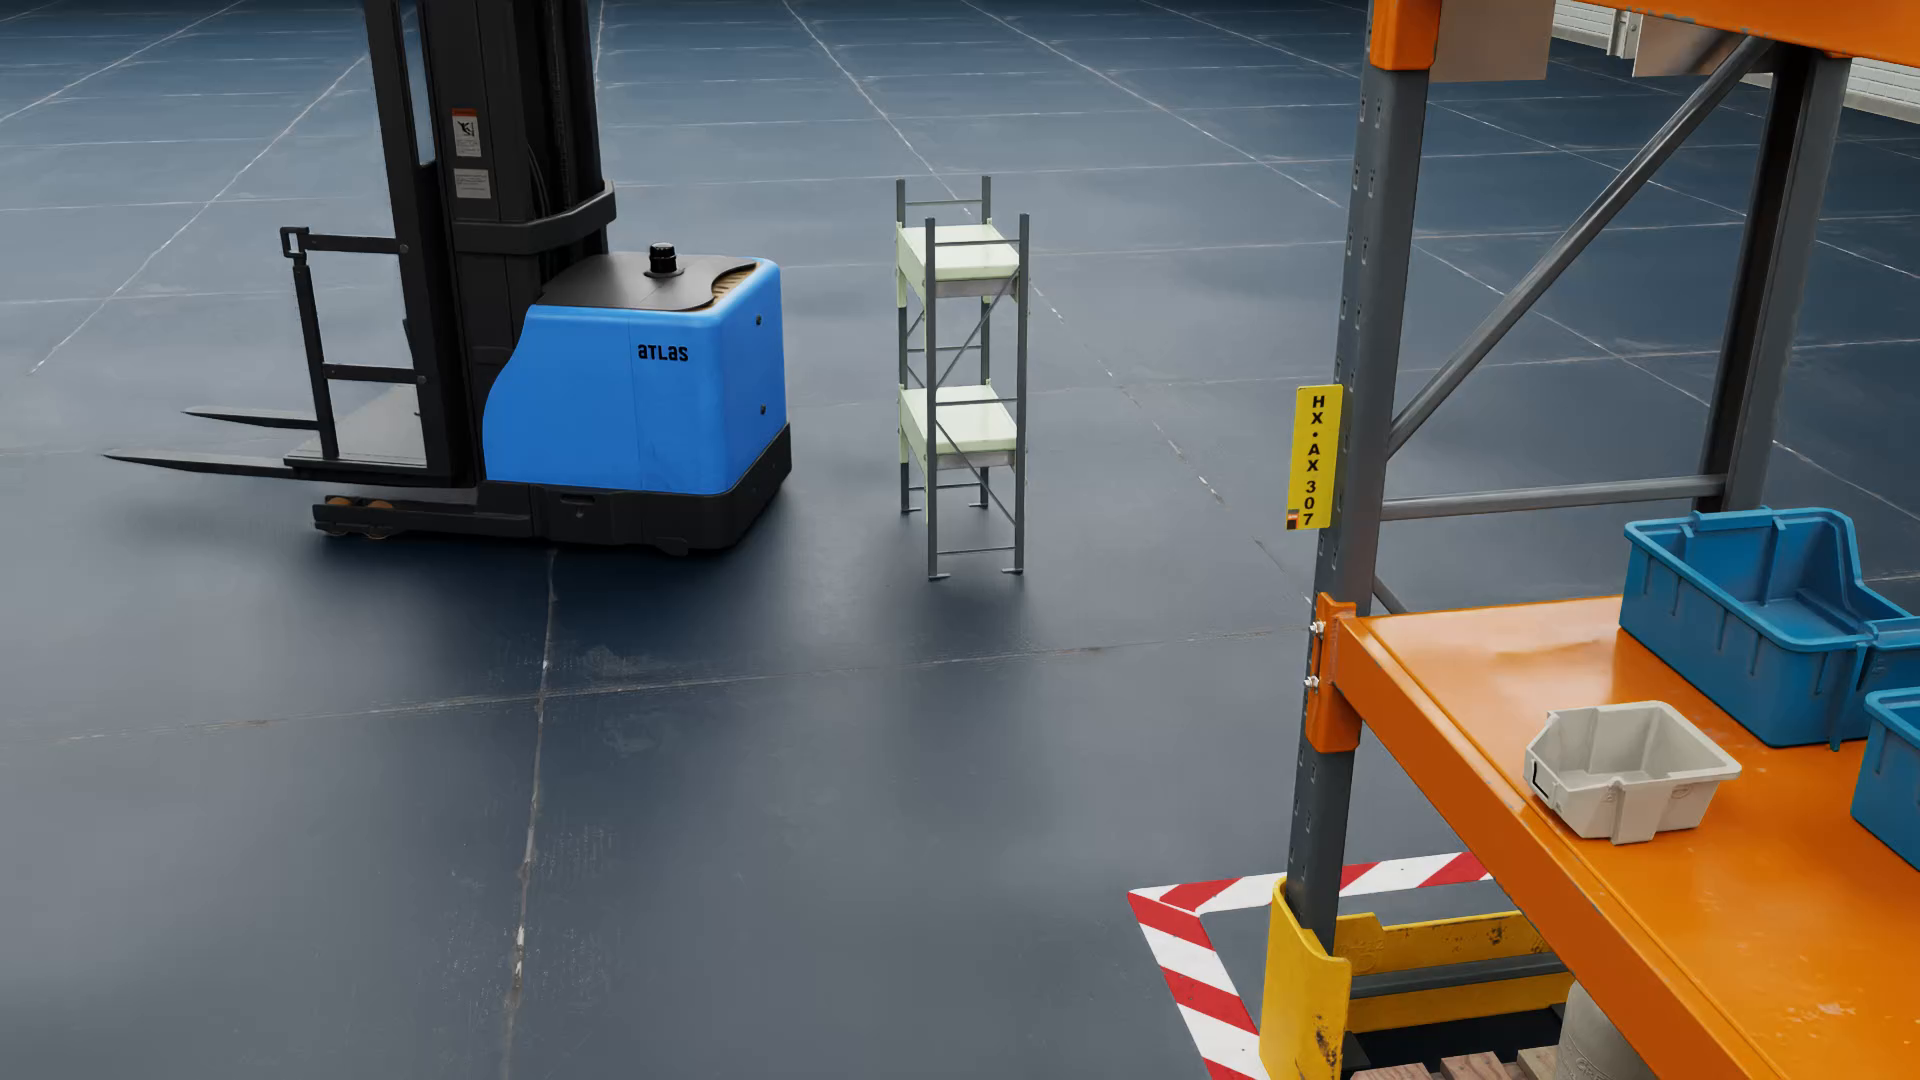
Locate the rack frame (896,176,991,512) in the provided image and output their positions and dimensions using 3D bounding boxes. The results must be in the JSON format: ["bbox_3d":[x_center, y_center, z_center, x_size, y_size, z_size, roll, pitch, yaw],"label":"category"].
[{"bbox_3d":[-0.069,-0.834,7.285,0.400,1.500,0.023,-4,24,-10],"label":"rack frame"}]

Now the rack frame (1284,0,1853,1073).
[{"bbox_3d":[1.298,-0.086,3.700,1.000,3.000,0.127,-4,24,-10],"label":"rack frame"}]

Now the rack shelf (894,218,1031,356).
[{"bbox_3d":[-0.001,-1.048,6.800,0.431,0.370,0.720,-4,24,-10],"label":"rack shelf"}]

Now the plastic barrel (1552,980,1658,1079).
[{"bbox_3d":[1.495,1.115,3.534,0.421,0.512,0.421,0,24,0],"label":"plastic barrel"}]

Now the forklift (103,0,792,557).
[{"bbox_3d":[-2.360,-1.547,7.130,3.031,2.935,1.130,4,24,10],"label":"forklift"}]

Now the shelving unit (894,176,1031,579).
[{"bbox_3d":[-0.001,-0.690,6.956,0.431,1.500,0.755,-4,24,-10],"label":"shelving unit"}]

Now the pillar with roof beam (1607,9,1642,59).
[{"bbox_3d":[4.455,-10.119,19.176,9.100,9.000,0.400,-4,24,-10],"label":"pillar with roof beam"}]

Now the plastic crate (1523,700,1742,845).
[{"bbox_3d":[1.148,0.410,2.892,0.298,0.136,0.250,-4,24,-10],"label":"plastic crate"}]

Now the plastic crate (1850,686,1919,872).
[{"bbox_3d":[1.799,0.412,2.744,0.499,0.251,0.408,-4,24,-10],"label":"plastic crate"}]

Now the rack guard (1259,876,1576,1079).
[{"bbox_3d":[1.359,1.086,4.140,1.175,0.500,0.348,-4,24,-10],"label":"rack guard"}]

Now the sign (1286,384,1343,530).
[{"bbox_3d":[0.757,-0.174,3.555,0.100,0.325,0.005,-4,24,-10],"label":"sign"}]

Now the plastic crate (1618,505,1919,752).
[{"bbox_3d":[1.685,0.157,3.330,0.499,0.251,0.616,-4,24,-10],"label":"plastic crate"}]

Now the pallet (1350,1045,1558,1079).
[{"bbox_3d":[1.504,1.538,3.465,1.003,0.211,1.213,-4,24,-10],"label":"pallet"}]

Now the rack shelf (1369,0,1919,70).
[{"bbox_3d":[1.668,-0.345,1.442,1.077,0.370,4.000,-4,24,-10],"label":"rack shelf"}]

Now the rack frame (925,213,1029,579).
[{"bbox_3d":[0.066,-0.546,6.626,0.400,1.500,0.023,-4,24,-10],"label":"rack frame"}]

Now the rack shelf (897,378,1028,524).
[{"bbox_3d":[-0.001,-0.391,7.086,0.431,0.370,0.720,-4,24,-10],"label":"rack shelf"}]

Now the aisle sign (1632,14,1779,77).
[{"bbox_3d":[1.577,-1.328,3.295,0.394,0.787,0.004,-4,24,-10],"label":"aisle sign"}]

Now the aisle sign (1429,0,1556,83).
[{"bbox_3d":[0.997,-1.284,3.195,0.394,0.787,0.004,-4,24,-10],"label":"aisle sign"}]

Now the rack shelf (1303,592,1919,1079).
[{"bbox_3d":[1.668,1.030,2.043,1.077,0.370,4.000,-4,24,-10],"label":"rack shelf"}]
